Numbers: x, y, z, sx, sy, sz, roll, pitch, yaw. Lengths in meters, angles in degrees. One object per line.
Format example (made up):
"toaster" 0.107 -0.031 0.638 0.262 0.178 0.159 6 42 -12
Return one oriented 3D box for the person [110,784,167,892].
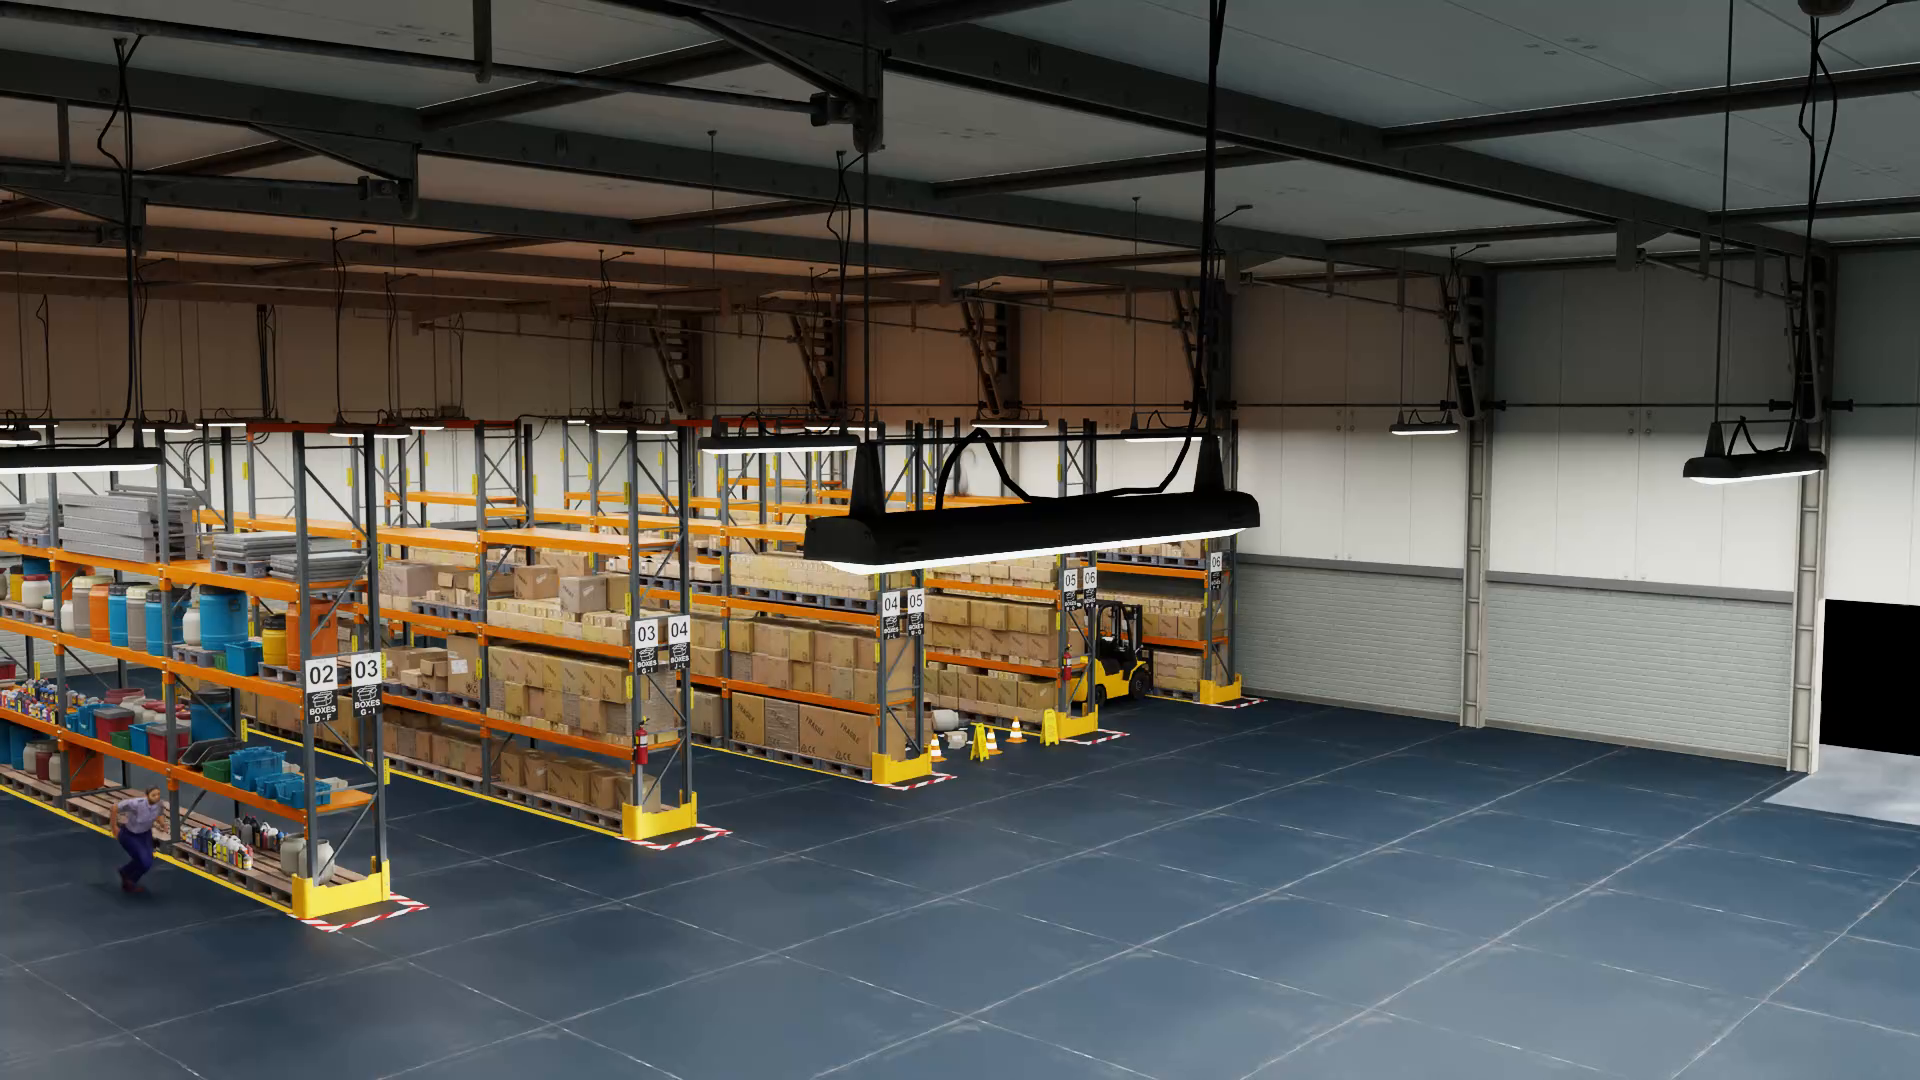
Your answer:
"person" -10.567 3.860 21.399 0.795 1.463 0.632 2 5 24
